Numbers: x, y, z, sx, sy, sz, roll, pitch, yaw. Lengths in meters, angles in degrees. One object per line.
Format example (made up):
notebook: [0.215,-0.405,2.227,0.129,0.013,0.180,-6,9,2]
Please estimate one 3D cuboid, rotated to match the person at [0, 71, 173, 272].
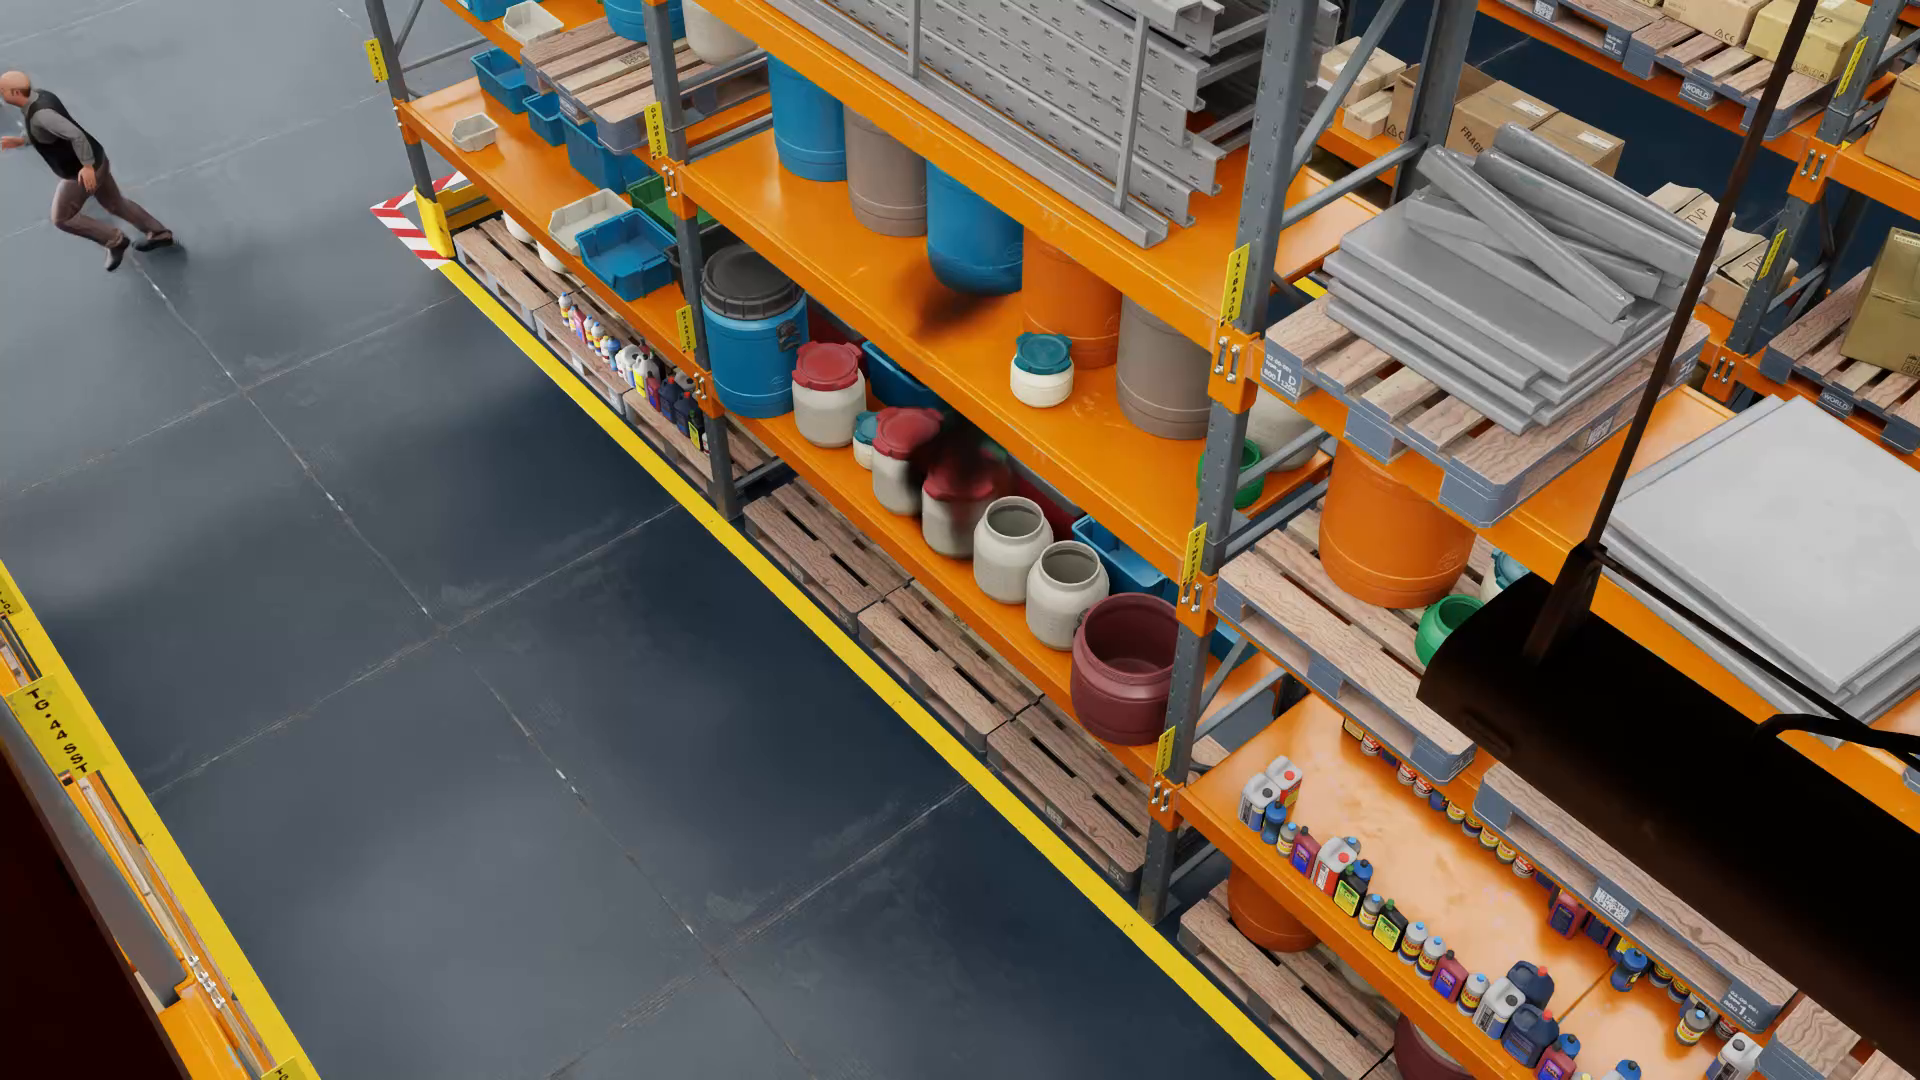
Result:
person: [-6.652,-2.792,12.493,0.930,1.621,0.643,-13,48,-12]
